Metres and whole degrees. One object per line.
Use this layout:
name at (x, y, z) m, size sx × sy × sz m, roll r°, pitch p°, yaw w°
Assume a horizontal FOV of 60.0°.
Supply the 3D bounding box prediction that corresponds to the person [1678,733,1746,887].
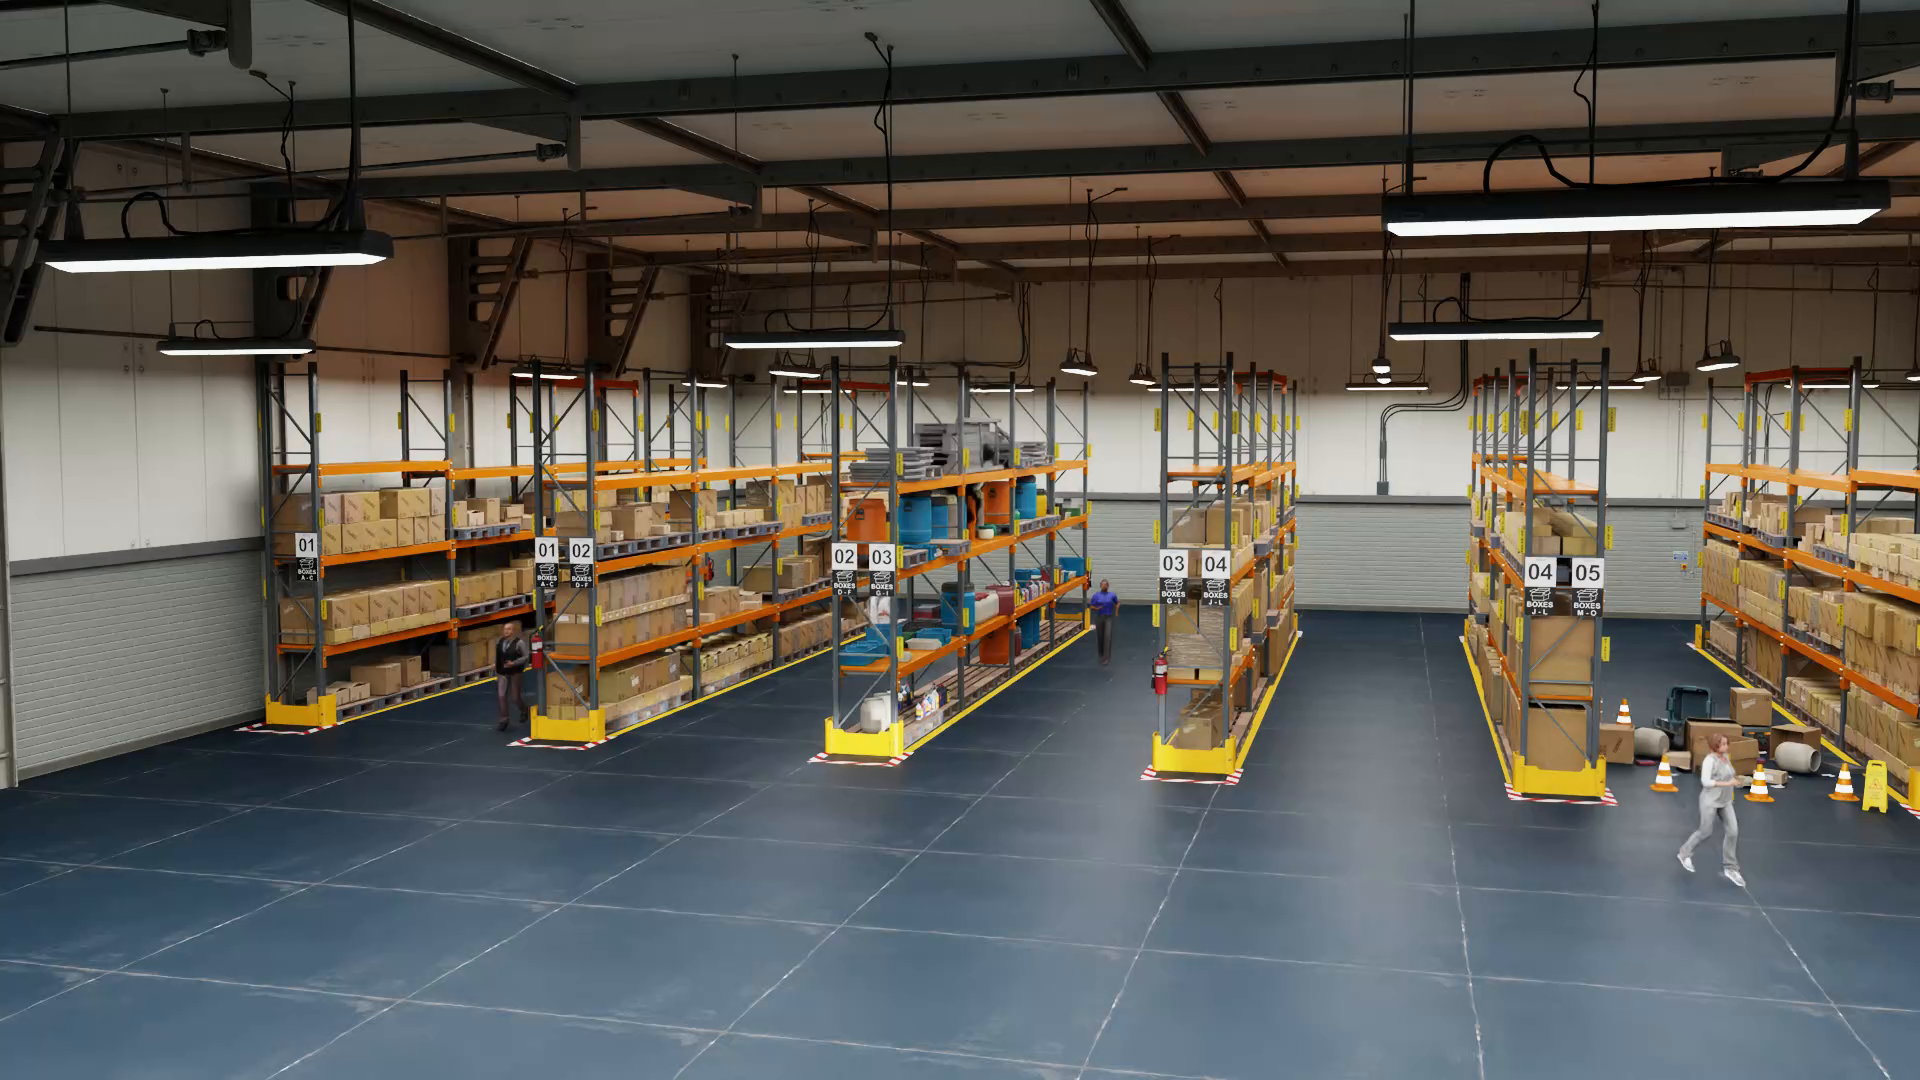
person at (8.235, 2.908, 18.190) m, size 0.565 × 1.631 × 0.778 m, roll -2°, pitch 5°, yaw -29°

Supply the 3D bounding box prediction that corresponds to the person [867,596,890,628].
person at (-1.521, 1.614, 31.771) m, size 0.656 × 1.781 × 0.671 m, roll 1°, pitch 4°, yaw 14°

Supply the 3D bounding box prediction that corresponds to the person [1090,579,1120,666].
person at (2.831, 1.623, 32.582) m, size 0.575 × 1.680 × 0.893 m, roll 1°, pitch 4°, yaw 8°

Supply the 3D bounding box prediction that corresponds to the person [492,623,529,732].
person at (-7.375, 2.220, 27.298) m, size 0.666 × 1.726 × 0.835 m, roll 1°, pitch 4°, yaw 9°

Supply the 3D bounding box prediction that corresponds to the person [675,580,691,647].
person at (-5.861, 1.651, 34.949) m, size 0.655 × 1.739 × 0.739 m, roll 0°, pitch 4°, yaw 7°
